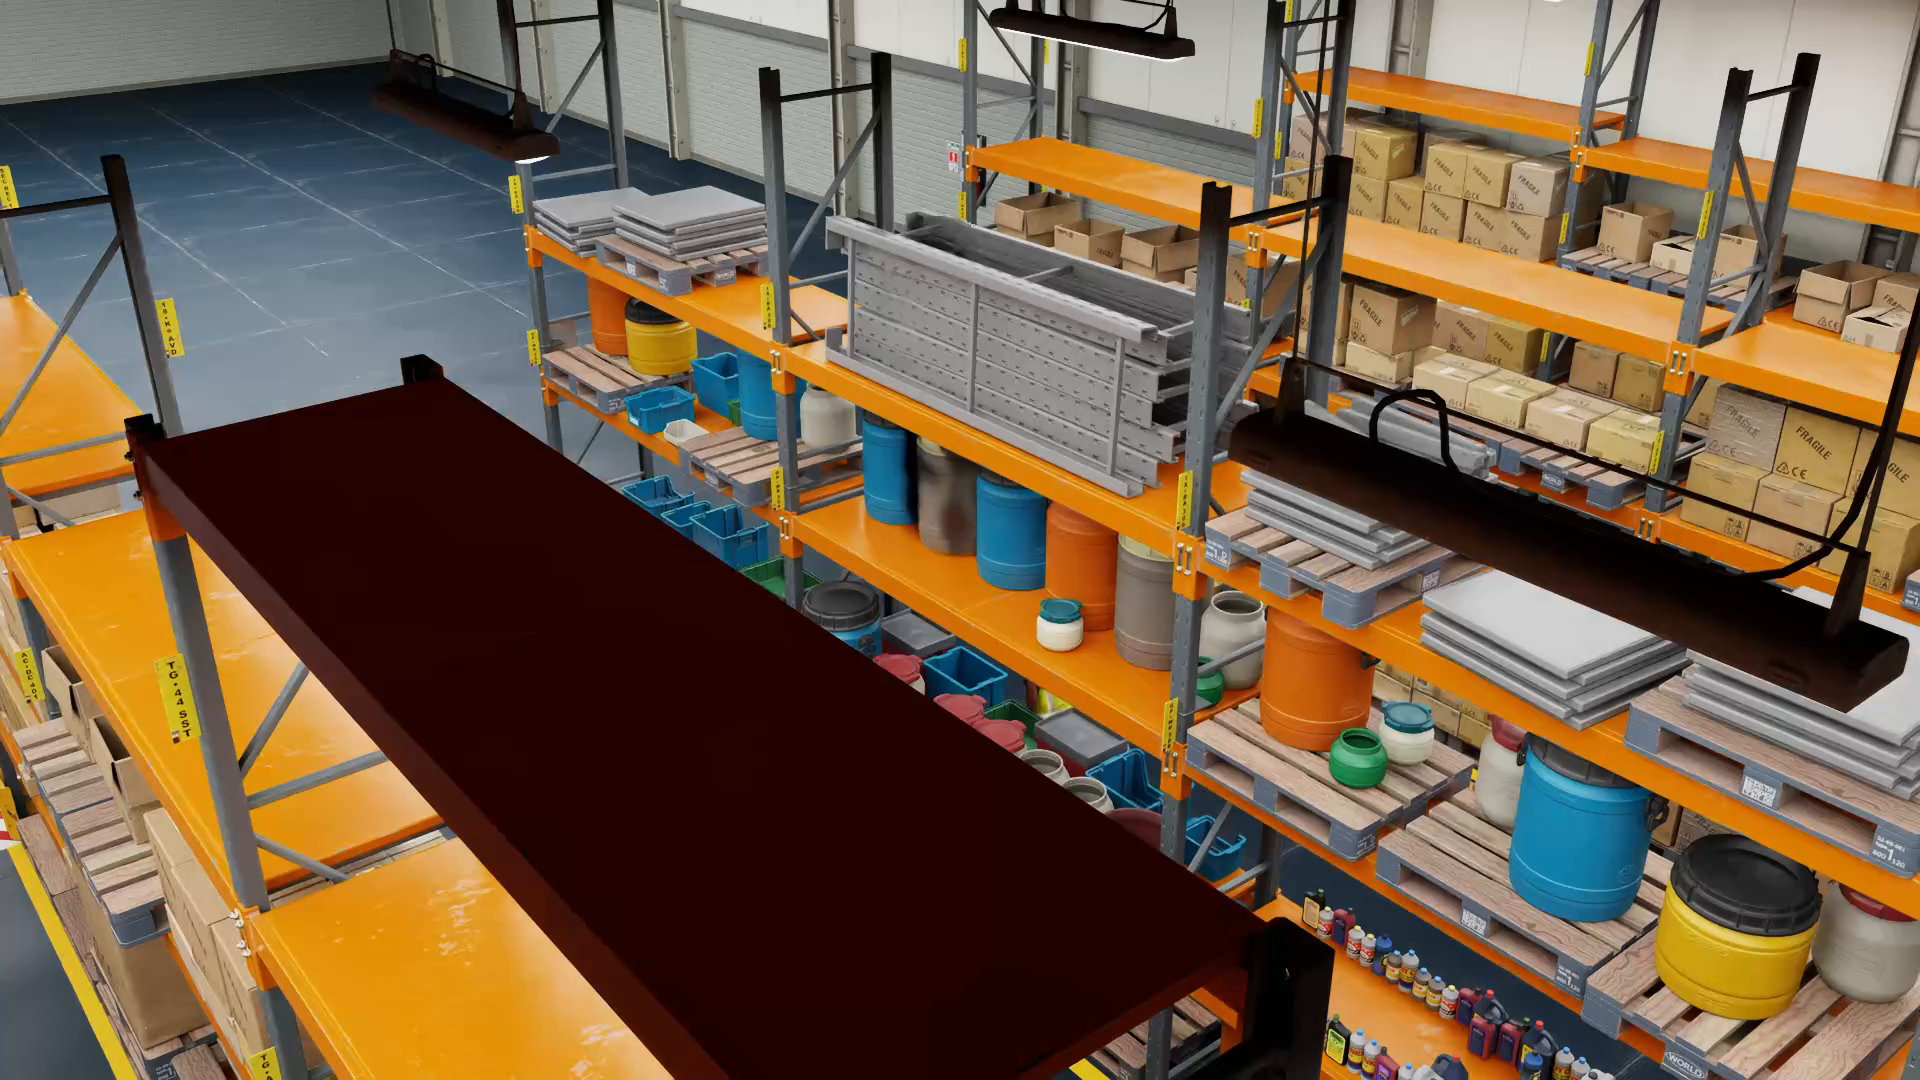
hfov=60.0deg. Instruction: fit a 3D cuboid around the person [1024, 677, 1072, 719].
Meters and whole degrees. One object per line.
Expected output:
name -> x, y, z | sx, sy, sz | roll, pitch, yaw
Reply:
person -> 0.809, 1.562, 13.207 | 0.739, 1.704, 0.995 | -15, 30, -28
